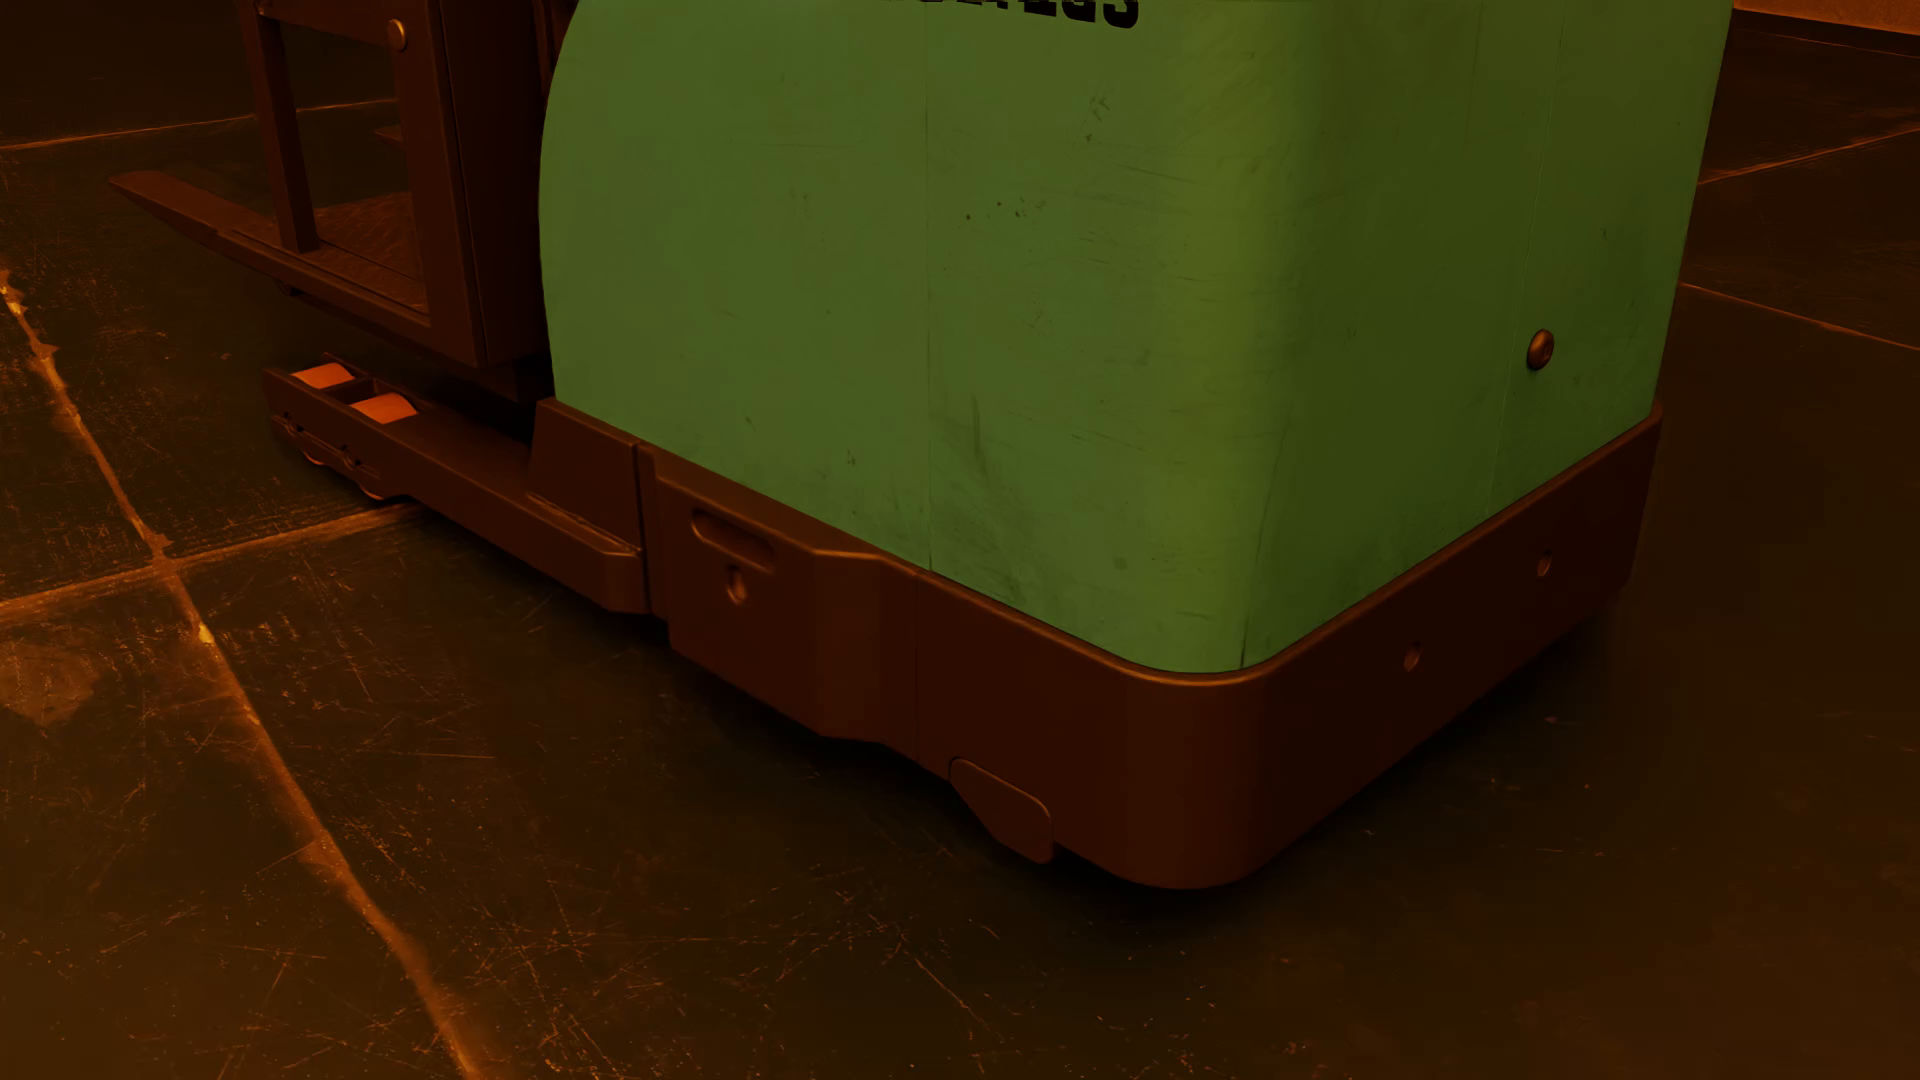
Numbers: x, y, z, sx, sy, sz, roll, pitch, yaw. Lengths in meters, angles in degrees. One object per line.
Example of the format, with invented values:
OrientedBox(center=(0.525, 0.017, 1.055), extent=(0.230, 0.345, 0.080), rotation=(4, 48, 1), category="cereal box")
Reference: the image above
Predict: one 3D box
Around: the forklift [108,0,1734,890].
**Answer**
OrientedBox(center=(-0.497, -1.520, 2.261), extent=(3.031, 2.935, 1.130), rotation=(23, 35, 38), category="forklift")
